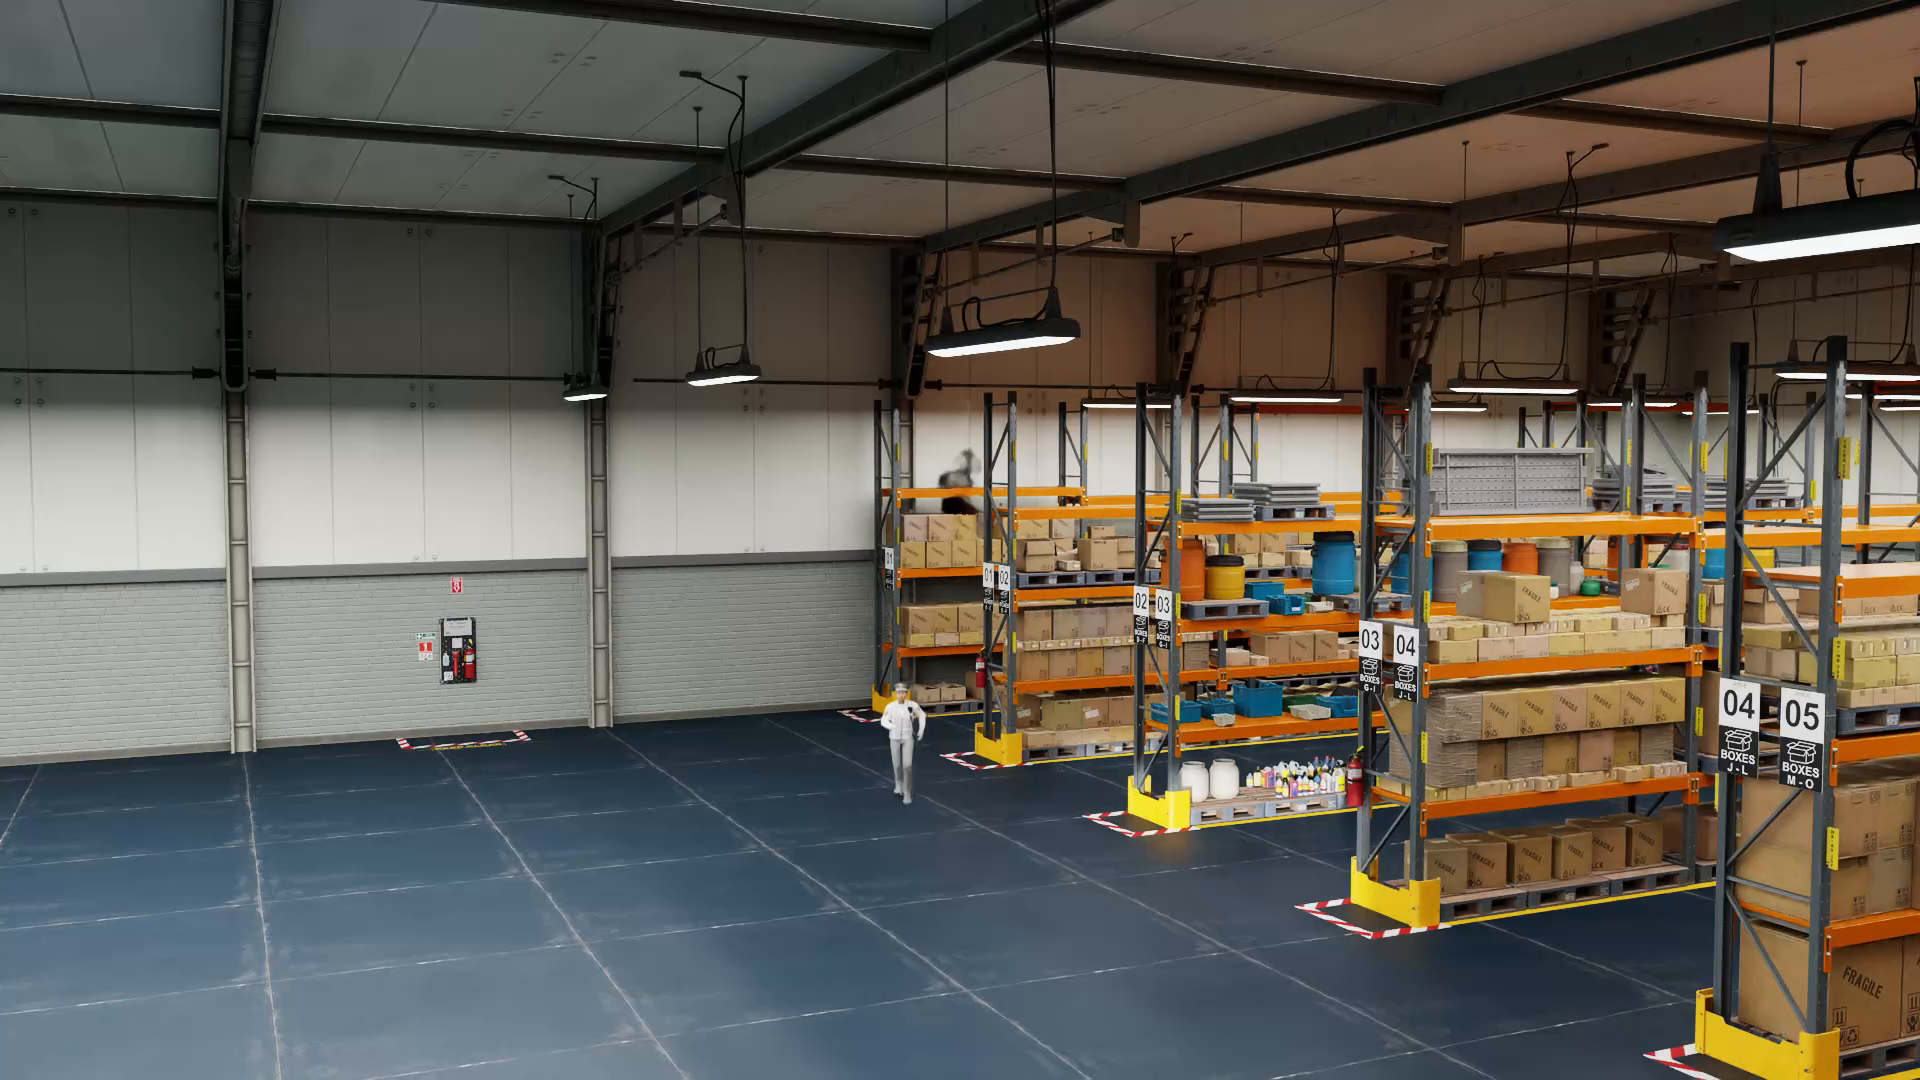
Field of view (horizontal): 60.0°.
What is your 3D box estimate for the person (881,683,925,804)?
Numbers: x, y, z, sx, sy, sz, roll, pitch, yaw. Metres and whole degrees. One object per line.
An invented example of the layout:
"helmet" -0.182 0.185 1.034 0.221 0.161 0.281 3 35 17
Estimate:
"person" -0.828 2.933 24.082 0.624 1.771 0.738 0 3 2
